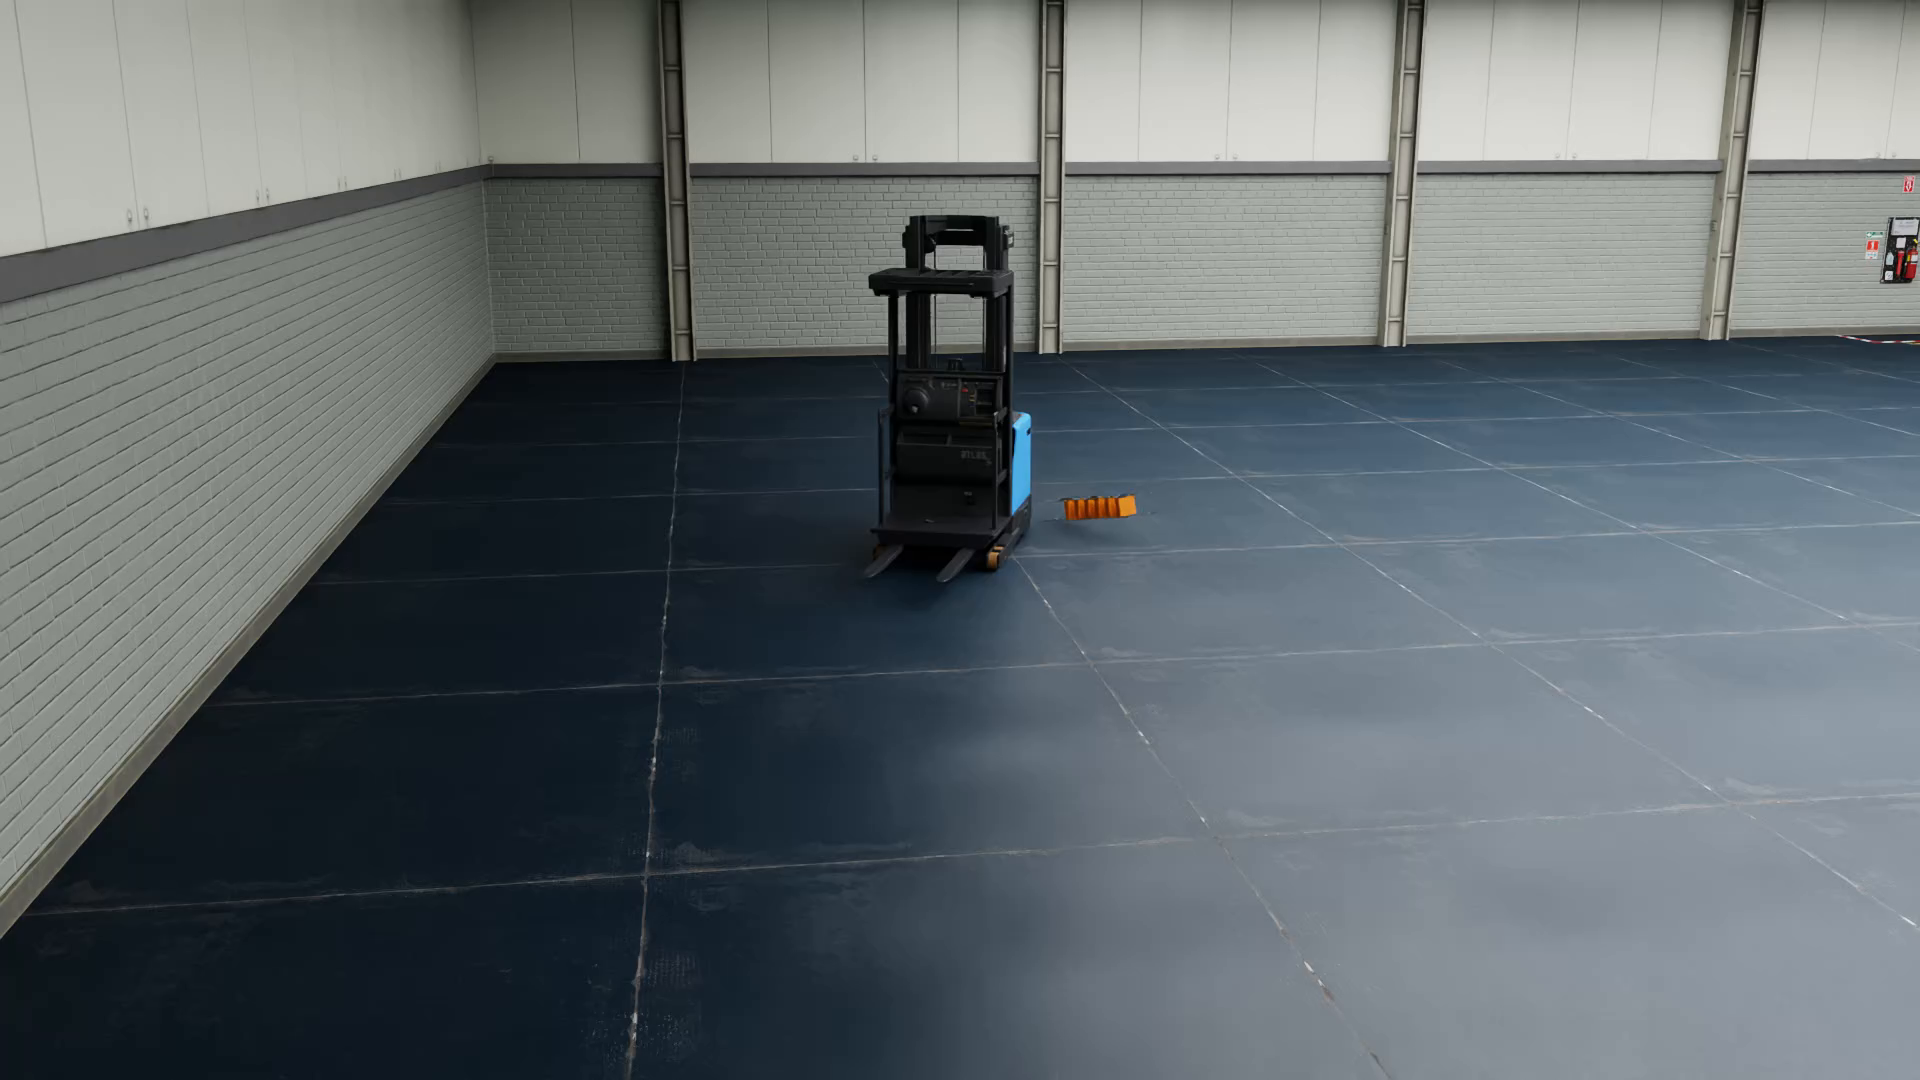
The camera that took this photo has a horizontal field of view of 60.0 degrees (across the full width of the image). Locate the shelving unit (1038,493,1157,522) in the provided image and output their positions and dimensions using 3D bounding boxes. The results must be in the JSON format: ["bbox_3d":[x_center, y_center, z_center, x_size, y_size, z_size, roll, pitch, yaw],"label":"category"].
[{"bbox_3d":[1.277,-0.305,15.548,1.200,0.189,0.258,-3,6,43],"label":"shelving unit"}]

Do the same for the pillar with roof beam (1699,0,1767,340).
[{"bbox_3d":[13.988,-6.892,24.234,0.400,9.000,9.100,-2,14,-8],"label":"pillar with roof beam"}]

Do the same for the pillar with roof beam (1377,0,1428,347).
[{"bbox_3d":[8.055,-6.675,23.367,0.400,9.000,9.100,-2,14,-8],"label":"pillar with roof beam"}]

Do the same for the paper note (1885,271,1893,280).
[{"bbox_3d":[16.645,-4.738,29.787,0.142,0.148,0.016,-2,14,-8],"label":"paper note"}]

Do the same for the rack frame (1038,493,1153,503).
[{"bbox_3d":[1.267,-0.395,15.541,1.200,0.006,0.240,-3,6,43],"label":"rack frame"}]

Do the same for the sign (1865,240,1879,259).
[{"bbox_3d":[16.268,-5.177,29.654,0.234,0.329,0.001,-2,14,-8],"label":"sign"}]

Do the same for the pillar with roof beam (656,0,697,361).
[{"bbox_3d":[-3.811,-6.240,21.633,0.400,9.000,9.100,-2,14,-8],"label":"pillar with roof beam"}]

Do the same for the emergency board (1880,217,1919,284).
[{"bbox_3d":[16.831,-5.155,29.639,0.643,1.169,0.194,-2,14,-8],"label":"emergency board"}]

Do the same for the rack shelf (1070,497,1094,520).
[{"bbox_3d":[1.157,-0.299,15.660,0.103,0.180,0.258,-3,6,43],"label":"rack shelf"}]

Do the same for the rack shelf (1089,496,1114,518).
[{"bbox_3d":[1.333,-0.307,15.497,0.103,0.180,0.258,-3,6,43],"label":"rack shelf"}]

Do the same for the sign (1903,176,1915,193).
[{"bbox_3d":[16.808,-6.303,29.452,0.199,0.298,0.001,-2,14,-8],"label":"sign"}]

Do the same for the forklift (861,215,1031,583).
[{"bbox_3d":[-0.135,-1.255,14.227,1.130,2.935,3.031,3,14,12],"label":"forklift"}]

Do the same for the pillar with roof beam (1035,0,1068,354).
[{"bbox_3d":[2.122,-6.458,22.500,0.400,9.000,9.100,-2,14,-8],"label":"pillar with roof beam"}]

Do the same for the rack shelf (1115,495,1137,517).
[{"bbox_3d":[1.508,-0.315,15.333,0.103,0.180,0.258,-3,6,43],"label":"rack shelf"}]

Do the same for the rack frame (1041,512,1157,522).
[{"bbox_3d":[1.288,-0.214,15.555,1.200,0.006,0.240,-3,6,43],"label":"rack frame"}]

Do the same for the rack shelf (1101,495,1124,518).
[{"bbox_3d":[1.420,-0.311,15.415,0.103,0.180,0.258,-3,6,43],"label":"rack shelf"}]

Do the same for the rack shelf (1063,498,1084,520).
[{"bbox_3d":[1.069,-0.295,15.742,0.103,0.180,0.258,-3,6,43],"label":"rack shelf"}]

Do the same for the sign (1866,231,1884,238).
[{"bbox_3d":[16.274,-5.432,29.582,0.331,0.109,0.001,-2,14,-8],"label":"sign"}]

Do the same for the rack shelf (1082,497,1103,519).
[{"bbox_3d":[1.245,-0.303,15.579,0.103,0.180,0.258,-3,6,43],"label":"rack shelf"}]
